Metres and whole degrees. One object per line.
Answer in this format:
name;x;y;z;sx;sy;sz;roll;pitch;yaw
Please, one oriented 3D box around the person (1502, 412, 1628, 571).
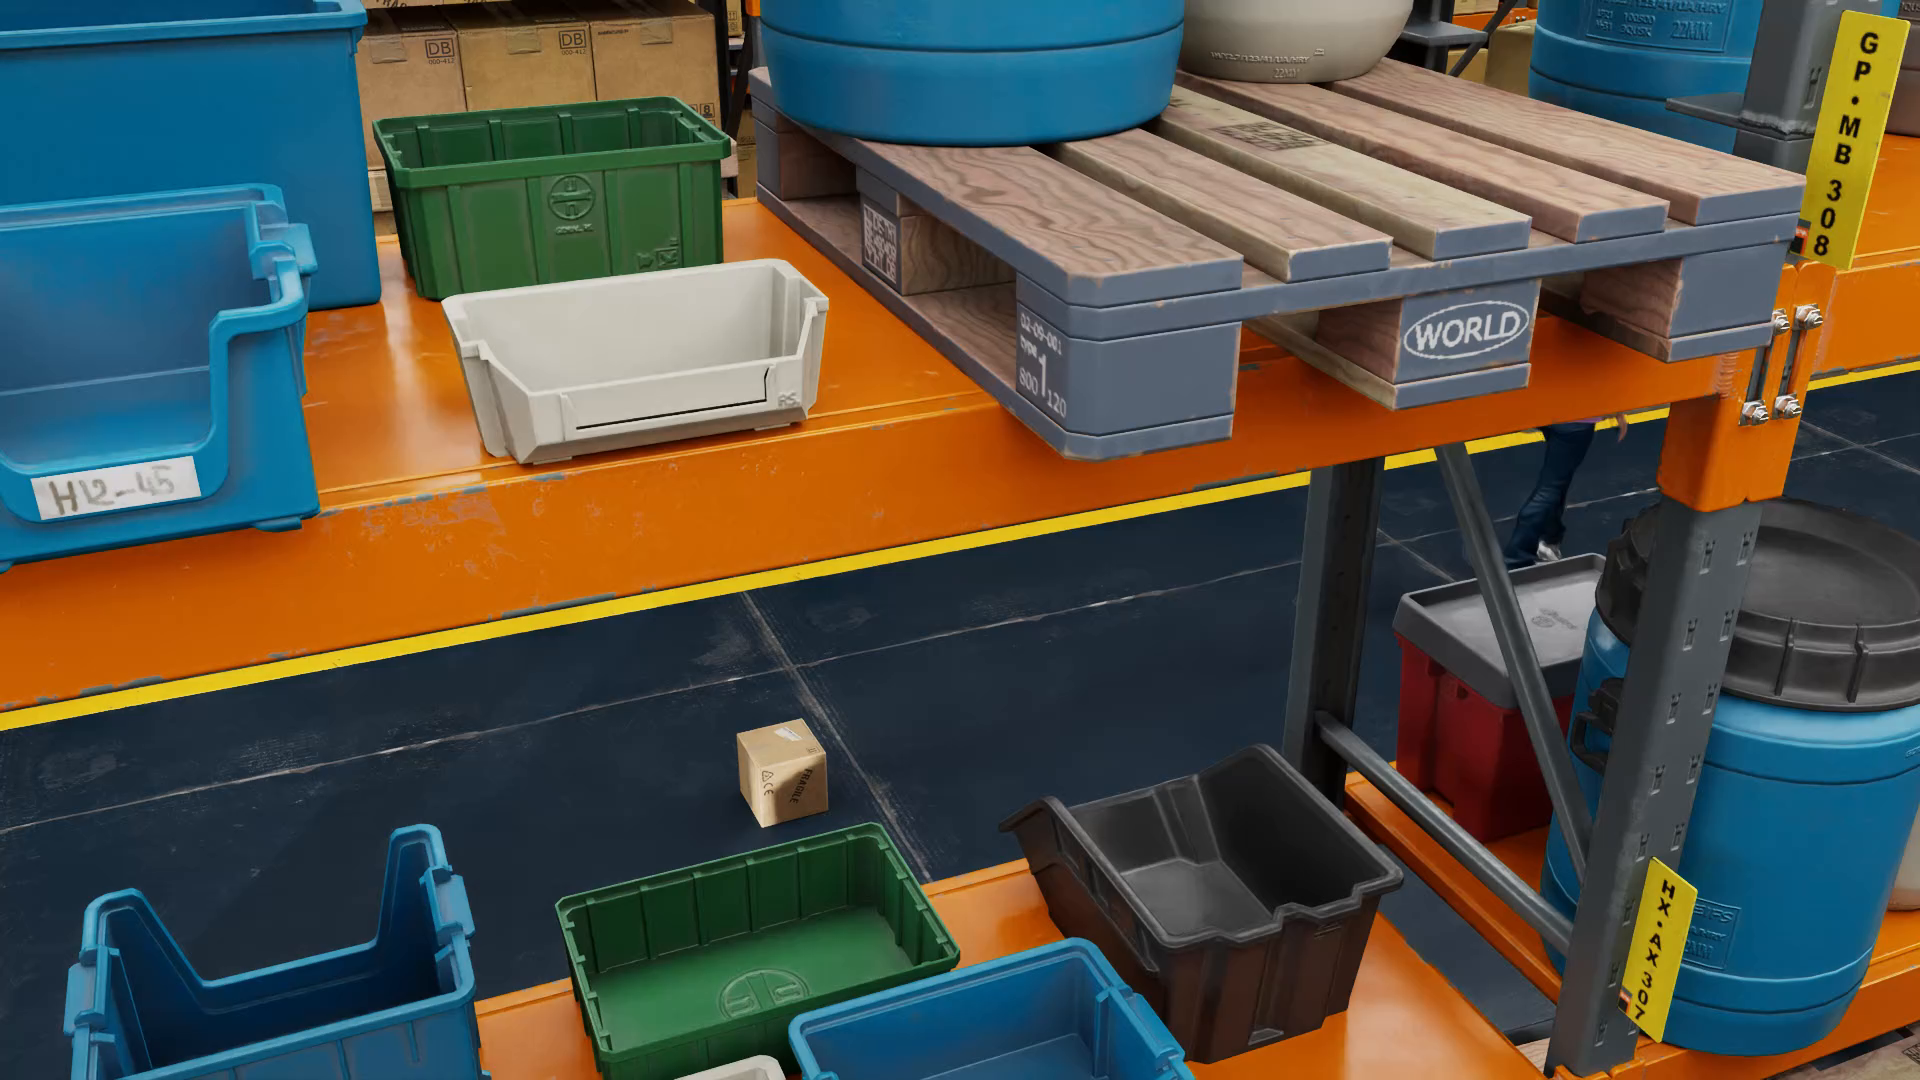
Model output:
person;2.617;-0.530;7.205;0.531;1.644;0.462;-13;29;-24
